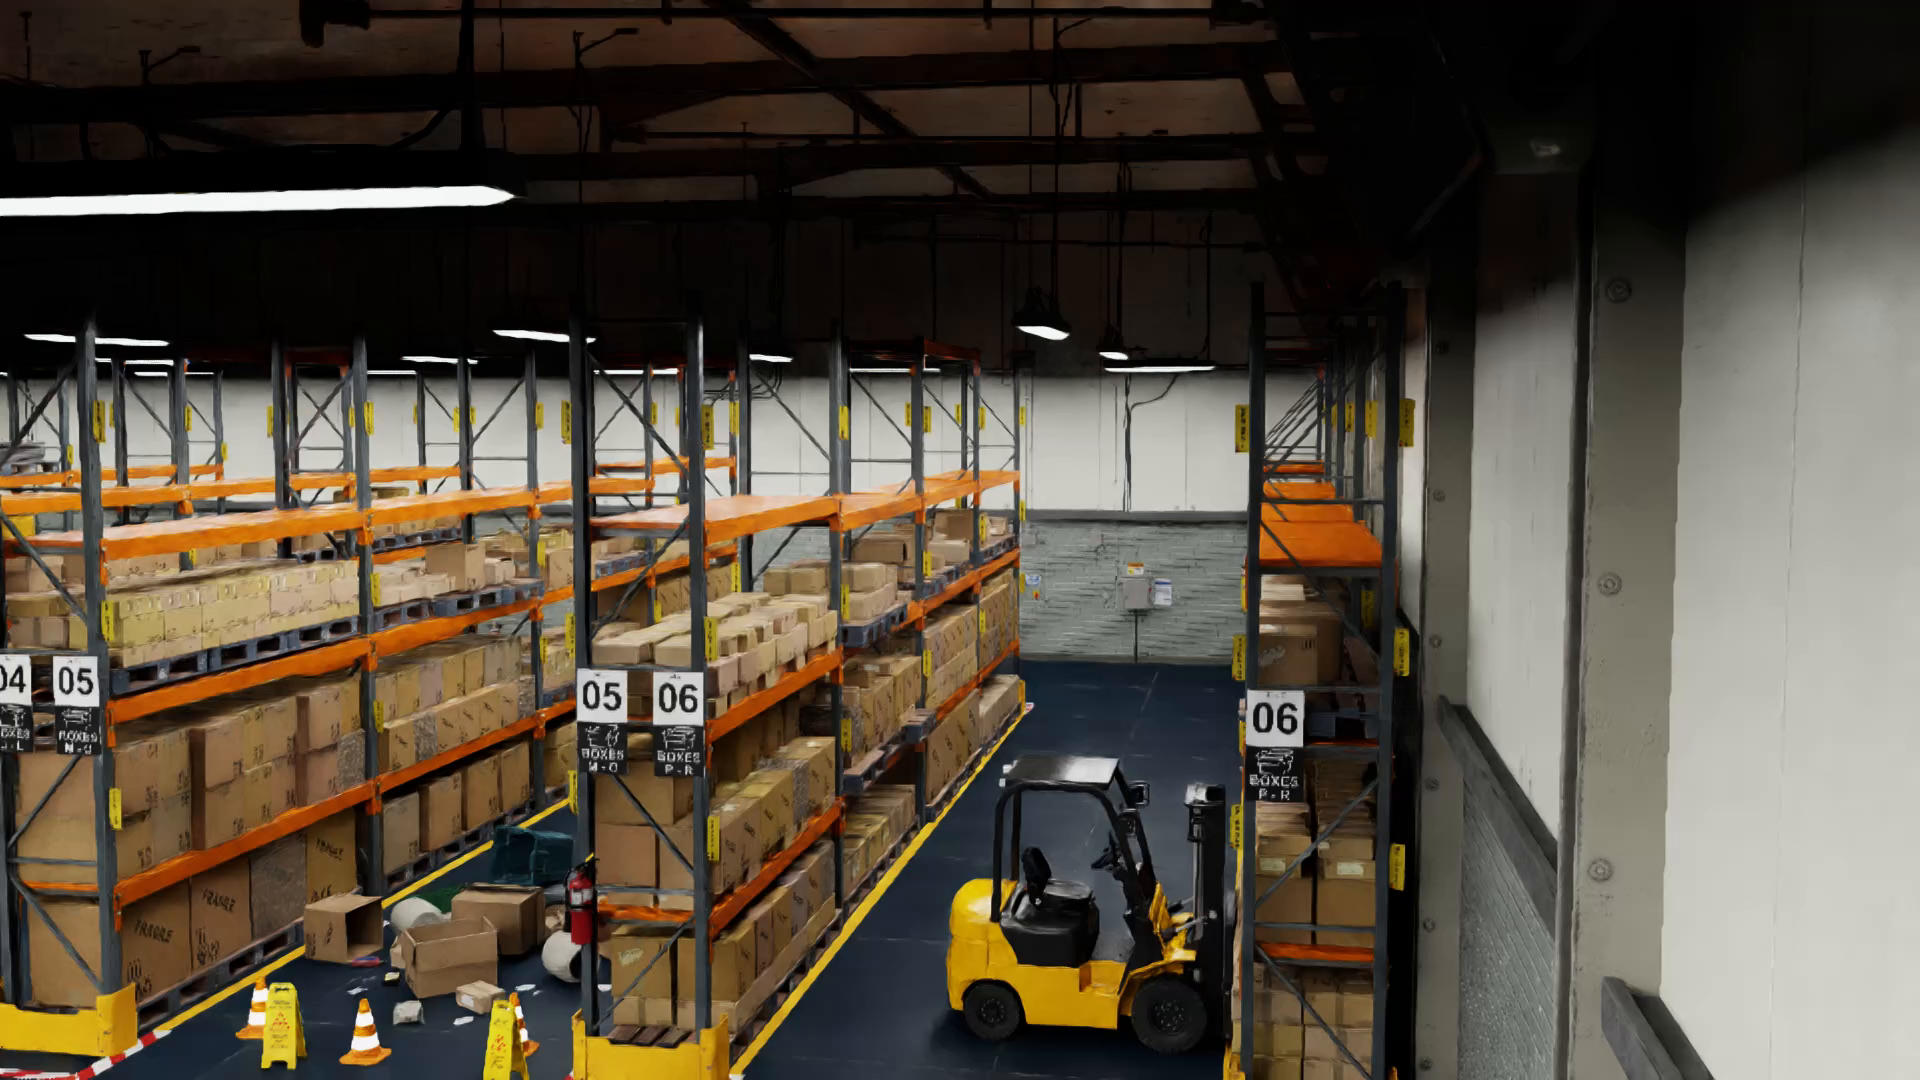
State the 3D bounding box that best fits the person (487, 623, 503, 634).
[{"bbox_3d":[-7.608,2.146,27.263,0.483,1.621,0.993,0,5,2],"label":"person"}]
